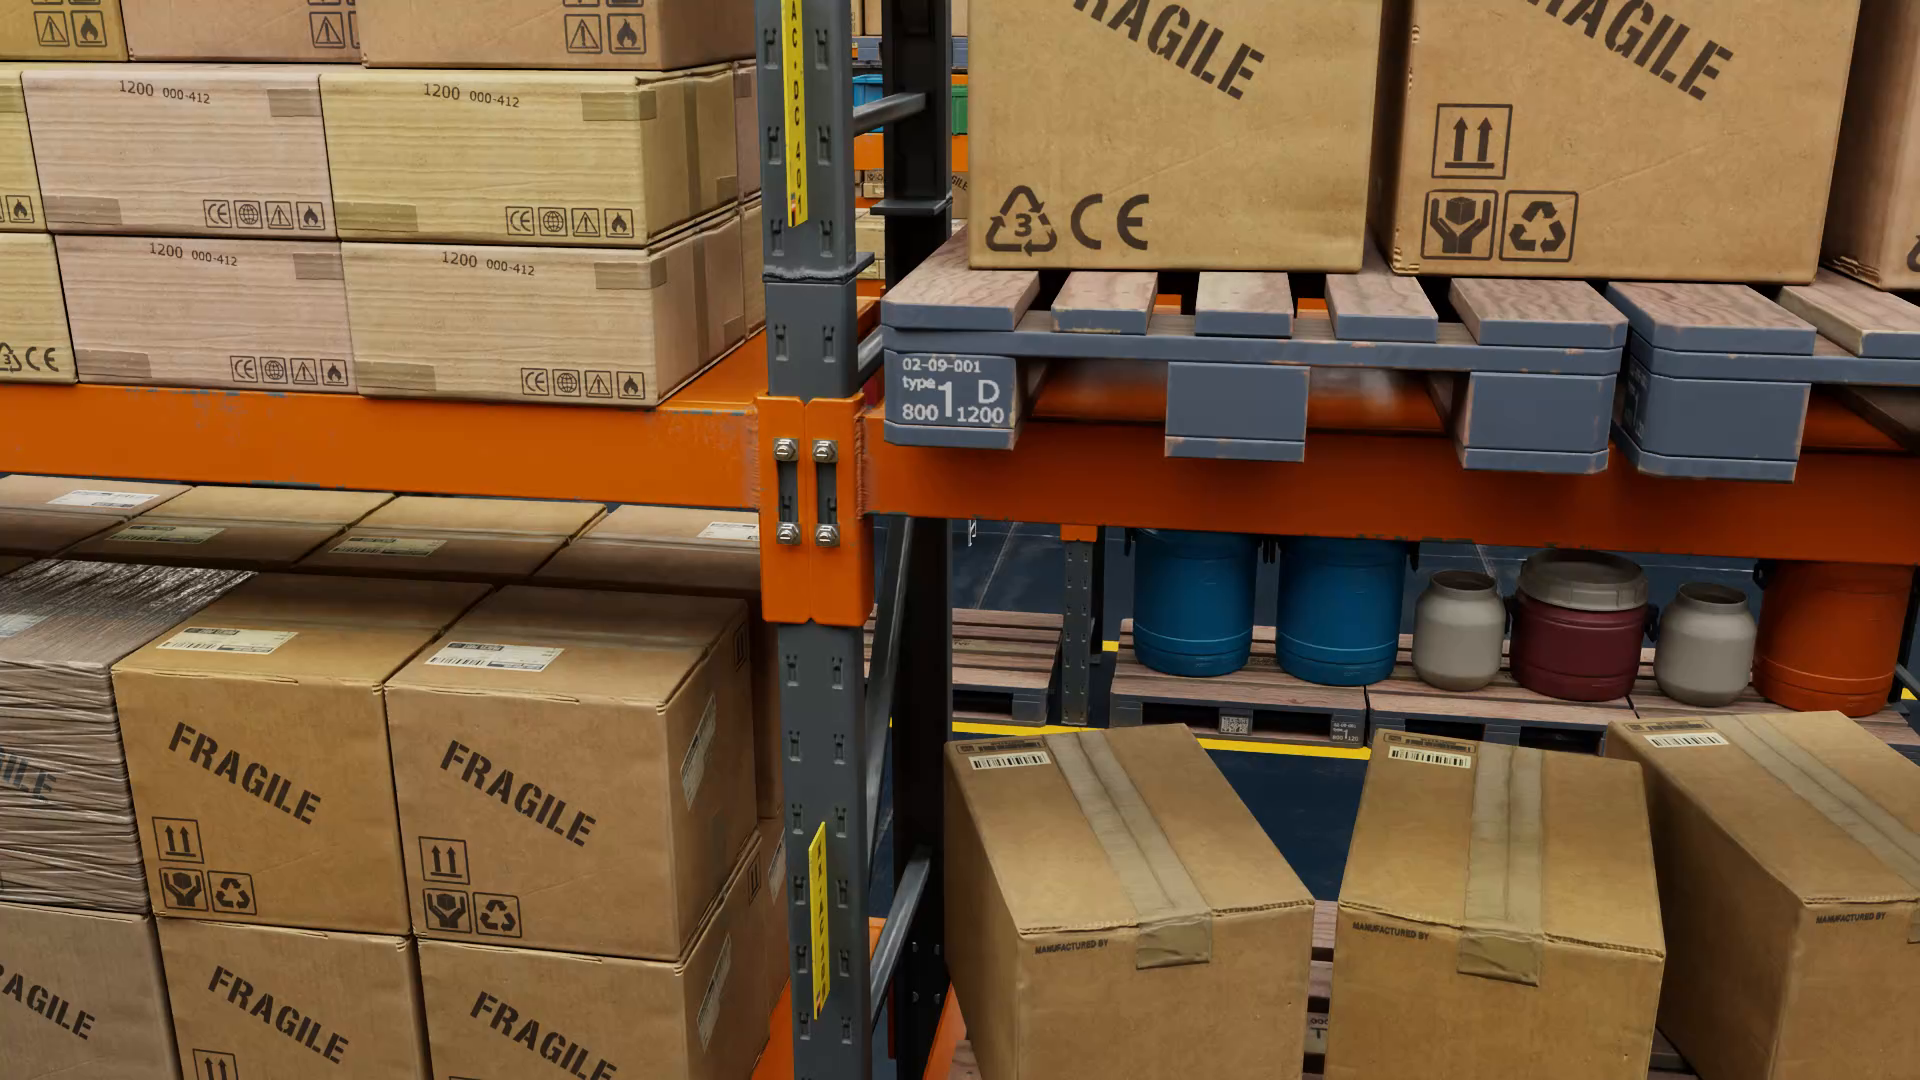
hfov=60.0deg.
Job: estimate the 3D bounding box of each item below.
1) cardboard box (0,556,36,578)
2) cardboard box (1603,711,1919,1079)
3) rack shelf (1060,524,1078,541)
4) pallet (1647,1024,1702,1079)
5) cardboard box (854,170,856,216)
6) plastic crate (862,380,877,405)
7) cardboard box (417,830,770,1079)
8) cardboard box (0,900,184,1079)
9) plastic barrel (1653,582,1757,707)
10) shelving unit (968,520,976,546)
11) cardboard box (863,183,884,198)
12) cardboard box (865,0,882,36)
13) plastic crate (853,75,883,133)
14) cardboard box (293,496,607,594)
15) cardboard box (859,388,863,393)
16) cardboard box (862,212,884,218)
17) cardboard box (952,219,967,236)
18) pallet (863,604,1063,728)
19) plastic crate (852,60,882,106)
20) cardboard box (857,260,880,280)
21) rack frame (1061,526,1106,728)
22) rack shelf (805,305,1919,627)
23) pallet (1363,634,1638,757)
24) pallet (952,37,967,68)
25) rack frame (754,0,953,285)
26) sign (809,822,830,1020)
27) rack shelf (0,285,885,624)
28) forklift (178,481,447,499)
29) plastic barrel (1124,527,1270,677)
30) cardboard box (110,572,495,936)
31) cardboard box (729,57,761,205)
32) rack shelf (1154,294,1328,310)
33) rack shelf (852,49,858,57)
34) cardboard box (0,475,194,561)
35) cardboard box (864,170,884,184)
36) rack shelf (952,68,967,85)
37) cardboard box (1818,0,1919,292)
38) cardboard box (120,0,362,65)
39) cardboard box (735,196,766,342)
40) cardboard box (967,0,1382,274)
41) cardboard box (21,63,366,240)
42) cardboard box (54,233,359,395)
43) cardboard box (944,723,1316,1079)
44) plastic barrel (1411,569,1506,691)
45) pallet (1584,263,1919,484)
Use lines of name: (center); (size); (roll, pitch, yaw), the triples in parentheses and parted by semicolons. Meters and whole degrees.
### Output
cardboard box: (-2.198, 0.339, 3.331); (0.500, 0.500, 0.500); (3, 19, 8)
cardboard box: (1.597, 0.704, 3.154); (0.500, 0.500, 0.700); (-2, 19, -5)
rack shelf: (-1.342, -0.431, 8.496); (4.000, 0.370, 1.077); (3, 19, 9)
pallet: (1.872, 1.076, 3.161); (1.213, 0.211, 1.003); (3, 19, 9)
cardboard box: (-1.094, -2.692, 12.706); (0.500, 0.500, 0.500); (2, 19, 7)
plastic crate: (-0.209, -0.853, 8.431); (0.583, 0.464, 0.402); (3, 19, 9)
cardboard box: (-0.691, 0.888, 3.263); (0.500, 0.500, 0.500); (3, 19, 10)
cardboard box: (-1.708, 0.838, 3.414); (0.500, 0.500, 0.500); (3, 19, 10)
plastic barrel: (3.525, 0.491, 7.867); (0.421, 0.512, 0.421); (0, 18, 0)
shelving unit: (-0.163, -0.577, 10.638); (0.503, 1.200, 0.258); (3, 19, 9)
cardboard box: (-0.862, -3.705, 17.544); (0.250, 0.149, 0.380); (2, 19, 7)
cardboard box: (-0.388, -4.059, 12.503); (0.500, 0.500, 0.700); (4, 19, 11)
plastic crate: (-0.317, -1.960, 7.470); (0.300, 0.233, 0.416); (3, 19, 9)
cardboard box: (-1.087, 0.221, 3.681); (0.500, 0.500, 0.500); (2, 19, 7)
cardboard box: (-0.988, -1.563, 13.433); (0.875, 0.875, 0.875); (3, 19, 9)
cardboard box: (-0.492, -2.477, 13.245); (0.500, 0.250, 0.500); (3, 19, 9)
cardboard box: (-0.075, -2.284, 12.668); (0.500, 0.250, 0.500); (3, 19, 10)
pallet: (-0.100, 0.626, 8.598); (1.213, 0.211, 1.003); (3, 19, 9)
plastic crate: (-0.550, -2.180, 8.070); (0.590, 0.269, 0.497); (3, 19, 9)
cardboard box: (-0.714, -2.107, 12.768); (0.250, 0.149, 0.380); (2, 19, 7)
rack frame: (0.633, -0.671, 8.081); (0.127, 3.000, 1.000); (3, 19, 9)
rack shelf: (1.818, -0.100, 2.781); (4.000, 0.370, 1.077); (3, 19, 9)
pallet: (2.596, 0.764, 8.187); (1.213, 0.211, 1.003); (3, 19, 9)
pallet: (0.612, -3.648, 12.390); (1.213, 0.211, 1.003); (3, 19, 9)
rack frame: (-0.157, -1.964, 2.492); (0.127, 3.000, 1.000); (3, 19, 9)
sign: (-0.235, 0.640, 2.797); (0.005, 0.325, 0.100); (3, 19, 9)
rack shelf: (-2.131, -0.301, 3.383); (4.000, 0.370, 1.077); (3, 19, 9)
forklift: (-1.992, -0.010, 6.214); (3.031, 2.935, 1.130); (4, 19, 10)
plastic barrel: (1.167, 0.158, 8.250); (0.708, 0.901, 0.600); (3, 19, 9)
cardboard box: (-1.203, 0.390, 3.178); (0.500, 0.500, 0.500); (3, 19, 8)
cardboard box: (-0.597, -0.810, 3.218); (0.500, 0.250, 0.500); (3, 19, 9)
rack shelf: (3.393, -1.781, 12.532); (4.000, 0.370, 1.077); (3, 19, 9)
rack shelf: (0.330, -4.954, 17.287); (4.000, 0.370, 1.077); (3, 19, 9)
cardboard box: (-2.104, 0.170, 3.836); (0.500, 0.500, 0.500); (4, 19, 10)
cardboard box: (-0.713, -4.033, 17.504); (0.500, 0.500, 0.500); (3, 19, 9)
rack shelf: (-0.556, -3.405, 12.658); (4.000, 0.370, 1.077); (3, 19, 9)
cardboard box: (1.646, -0.721, 2.527); (0.600, 0.600, 0.600); (2, 19, 6)
cardboard box: (-1.114, -1.146, 3.039); (0.500, 0.500, 0.700); (3, 19, 9)
cardboard box: (-0.598, -0.573, 3.297); (0.500, 0.250, 0.500); (3, 19, 9)
cardboard box: (0.329, -0.787, 2.725); (0.600, 0.600, 0.600); (1, 19, 3)
cardboard box: (-1.173, -0.673, 2.810); (0.500, 0.250, 0.500); (3, 19, 9)
cardboard box: (-1.171, -0.440, 2.901); (0.500, 0.250, 0.500); (3, 19, 9)
cardboard box: (0.275, 0.728, 3.081); (0.500, 0.500, 0.700); (-3, 19, -10)
plastic barrel: (2.410, 0.434, 8.037); (0.421, 0.512, 0.421); (0, 18, 0)
pallet: (1.500, -0.347, 2.681); (1.003, 0.211, 1.213); (3, 19, 9)
